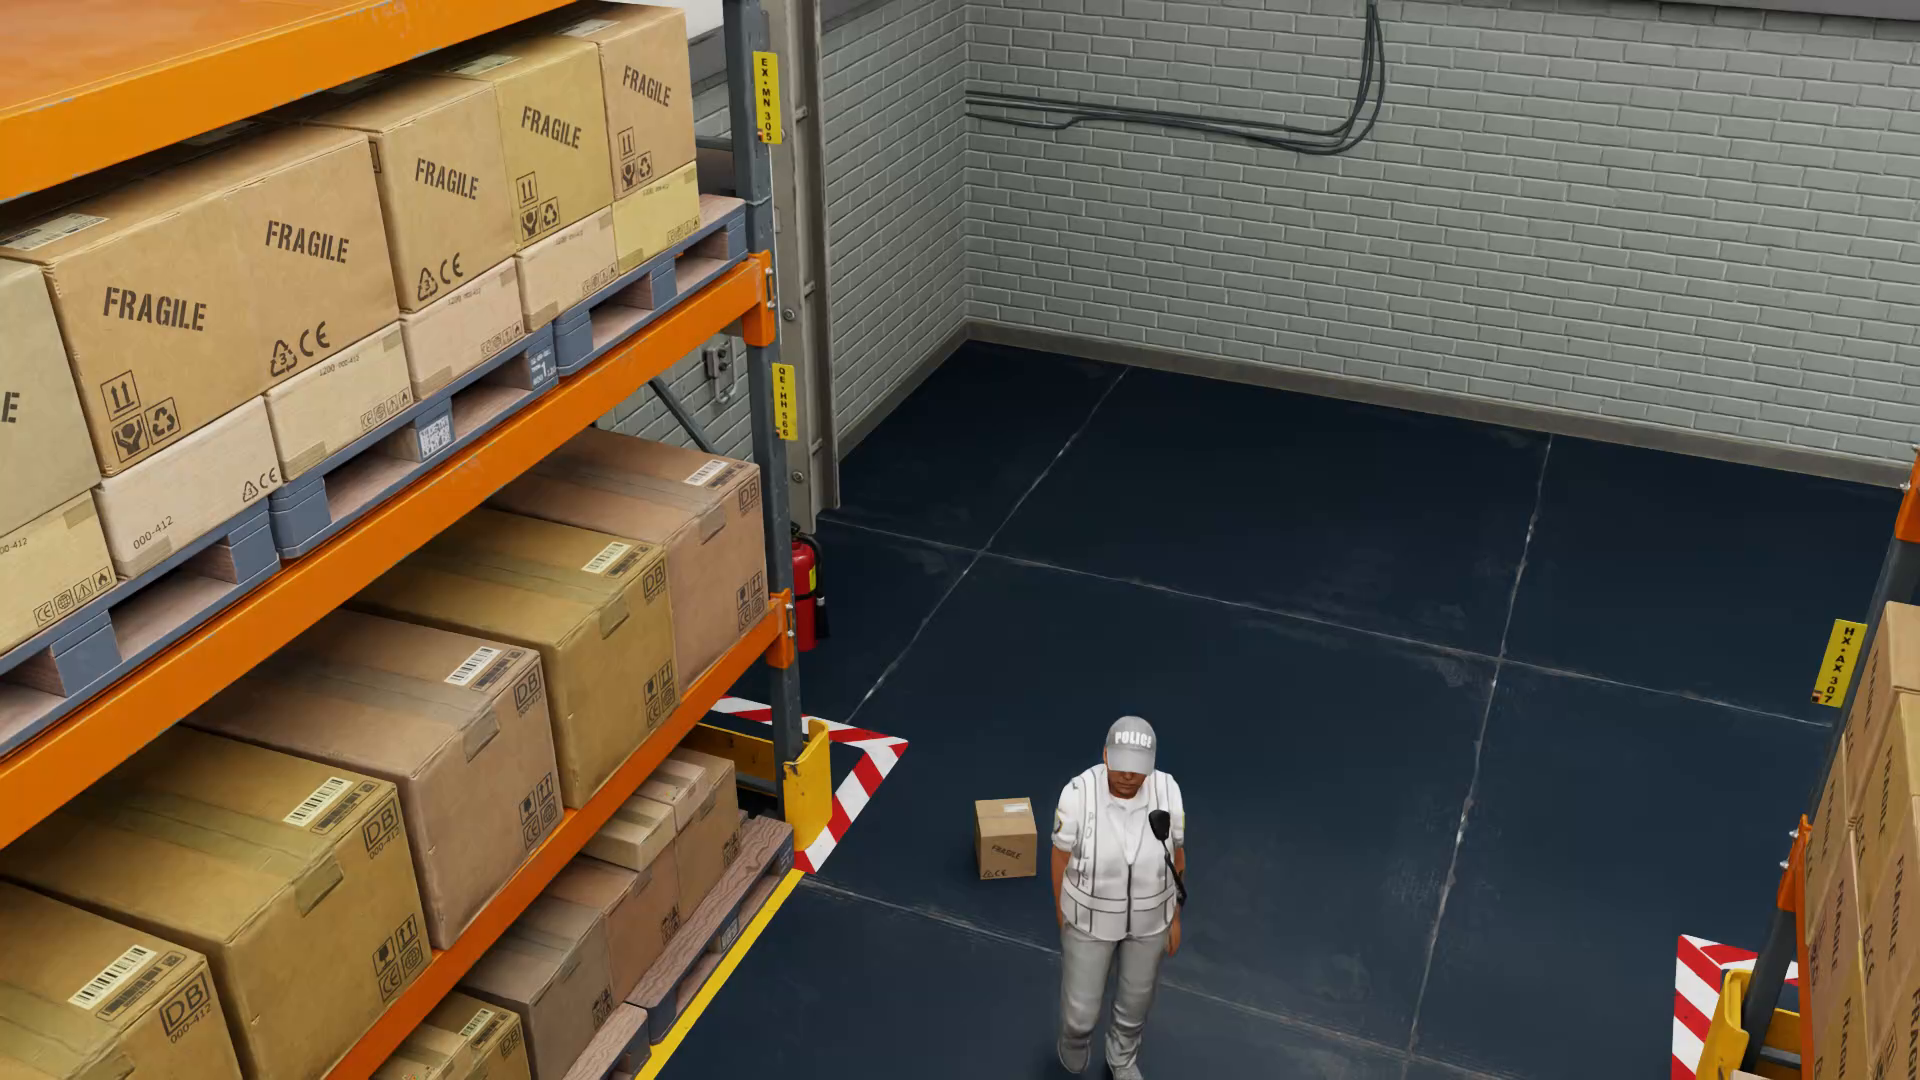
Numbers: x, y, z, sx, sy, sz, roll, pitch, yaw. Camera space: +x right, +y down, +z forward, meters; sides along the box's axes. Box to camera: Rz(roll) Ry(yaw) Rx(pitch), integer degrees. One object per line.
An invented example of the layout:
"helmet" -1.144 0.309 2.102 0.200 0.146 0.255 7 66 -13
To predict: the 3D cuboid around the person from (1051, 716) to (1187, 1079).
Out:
"person" 0.570 1.355 5.988 0.479 1.667 0.453 -3 30 -6
